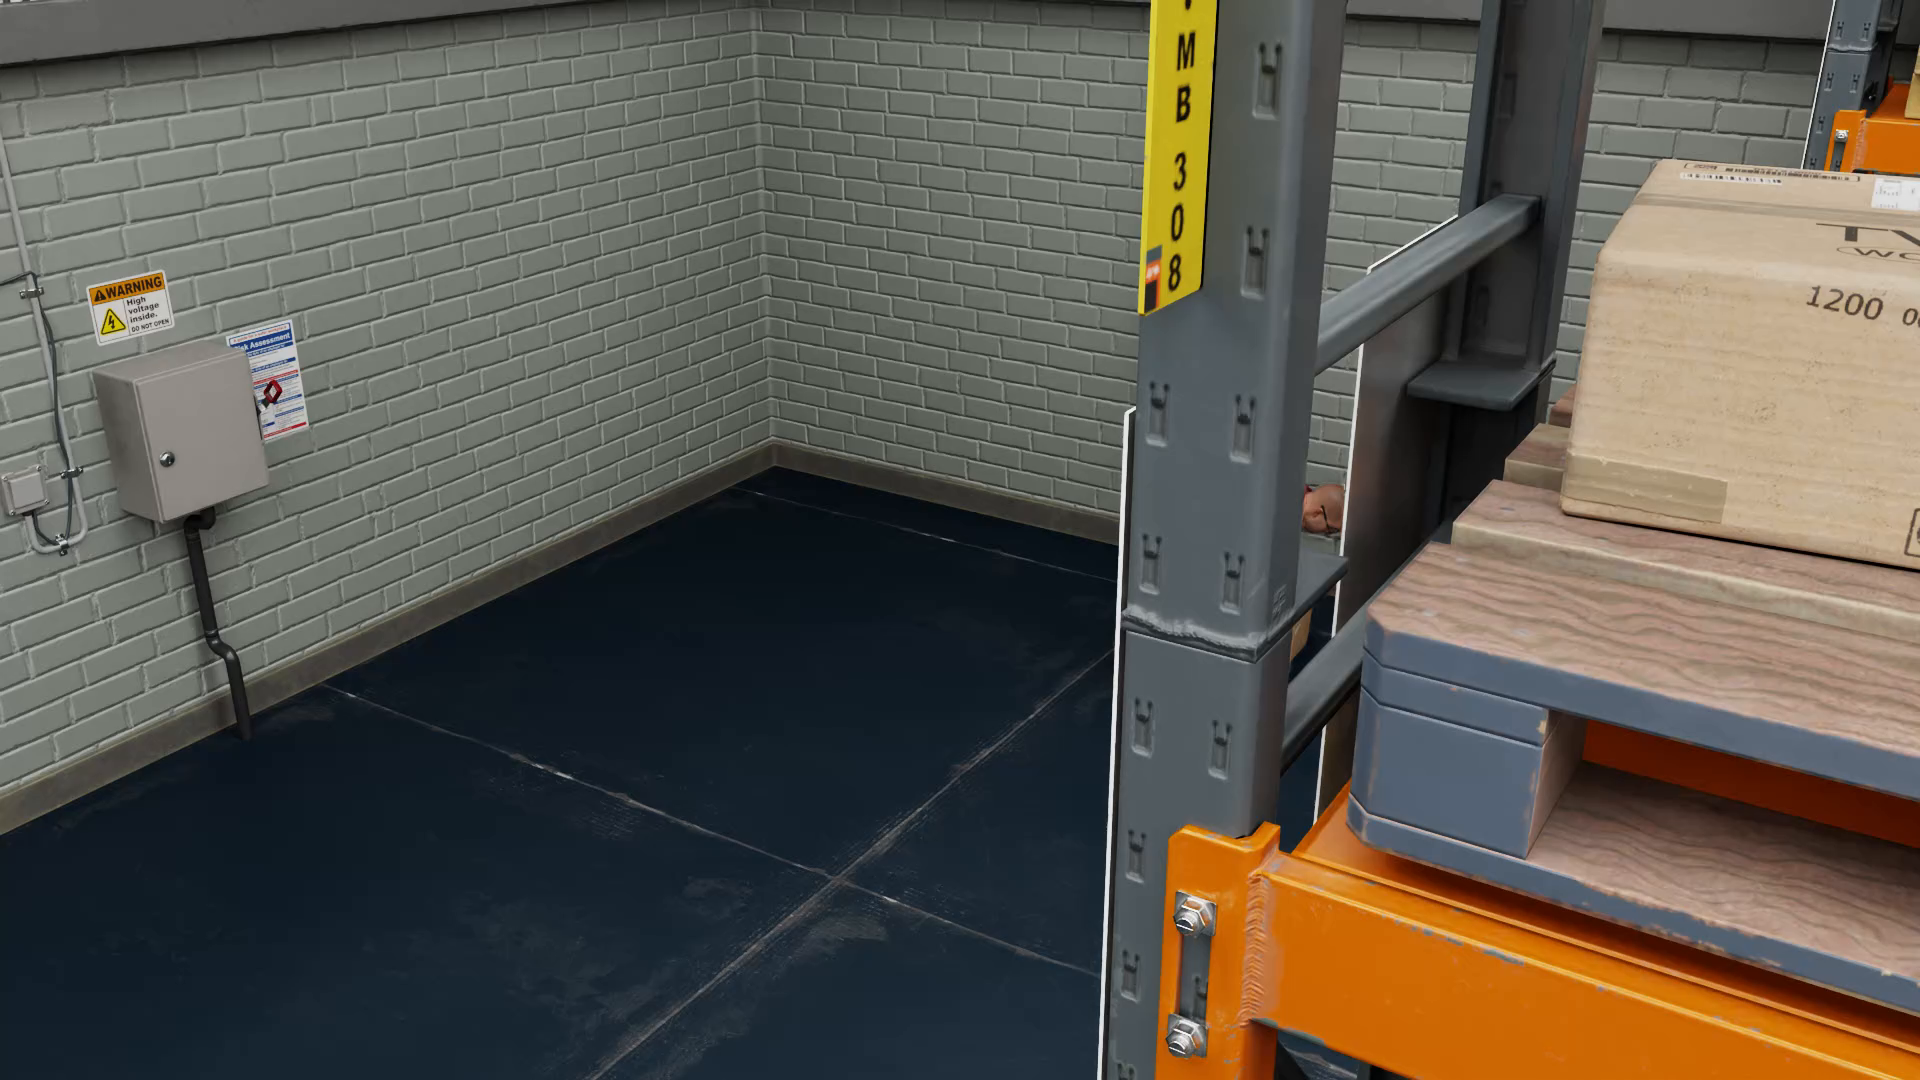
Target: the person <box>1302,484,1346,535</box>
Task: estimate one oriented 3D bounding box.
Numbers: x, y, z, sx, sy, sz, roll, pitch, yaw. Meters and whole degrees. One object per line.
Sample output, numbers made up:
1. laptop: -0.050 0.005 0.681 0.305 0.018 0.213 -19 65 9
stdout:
1. person: 1.230 0.228 7.324 0.950 1.151 0.490 13 26 27
